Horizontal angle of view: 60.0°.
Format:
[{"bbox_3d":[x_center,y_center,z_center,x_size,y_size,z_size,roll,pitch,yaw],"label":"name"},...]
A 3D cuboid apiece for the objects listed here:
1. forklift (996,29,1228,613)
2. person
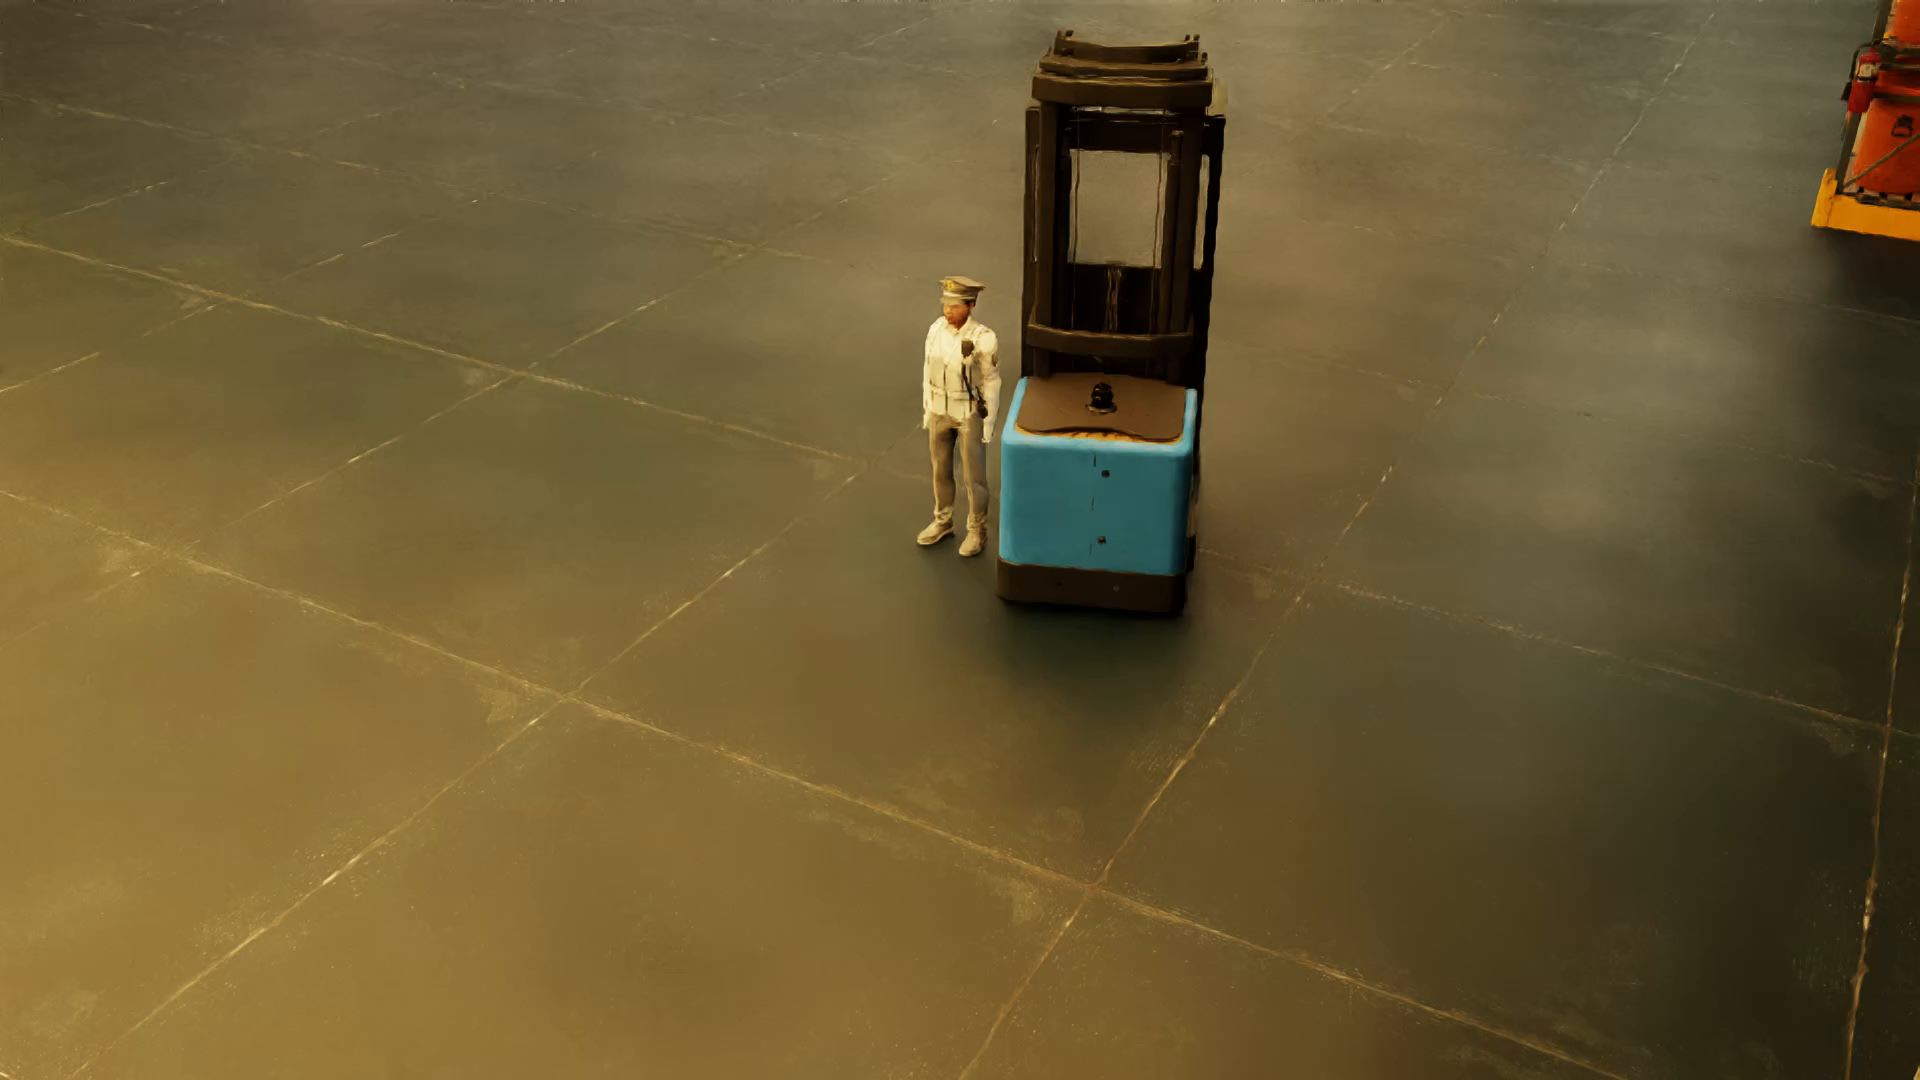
[{"bbox_3d":[0.944,-1.586,9.819,1.130,2.935,3.031,4,30,8],"label":"forklift"},{"bbox_3d":[-0.010,-0.720,9.564,0.472,1.691,0.336,15,33,24],"label":"person"}]
